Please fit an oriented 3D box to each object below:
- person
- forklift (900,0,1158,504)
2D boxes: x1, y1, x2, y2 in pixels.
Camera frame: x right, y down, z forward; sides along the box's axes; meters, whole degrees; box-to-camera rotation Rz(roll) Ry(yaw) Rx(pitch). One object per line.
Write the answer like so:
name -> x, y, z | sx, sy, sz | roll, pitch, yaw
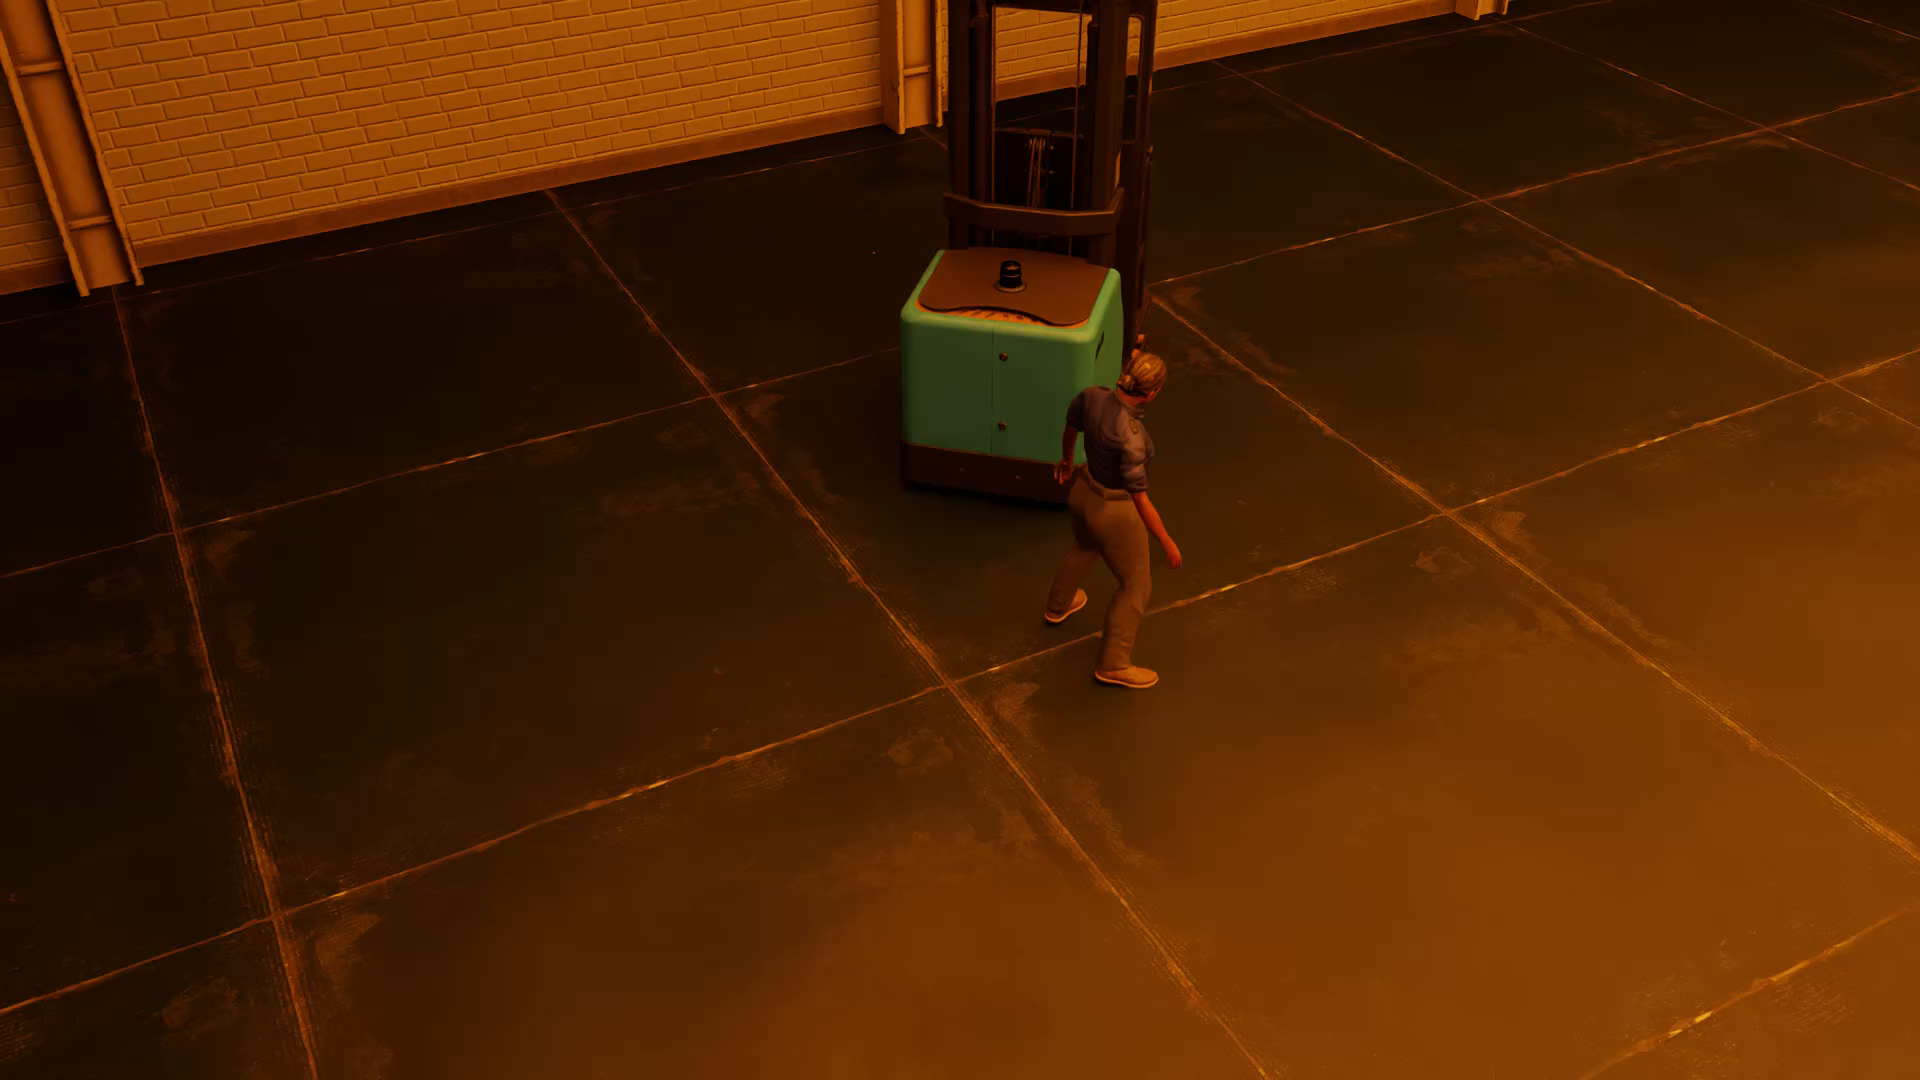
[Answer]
person -> 0.685, -0.143, 7.488 | 0.345, 1.609, 0.838 | -15, 38, -20
forklift -> 0.537, -2.233, 9.283 | 1.130, 2.935, 3.031 | 8, 36, 12
